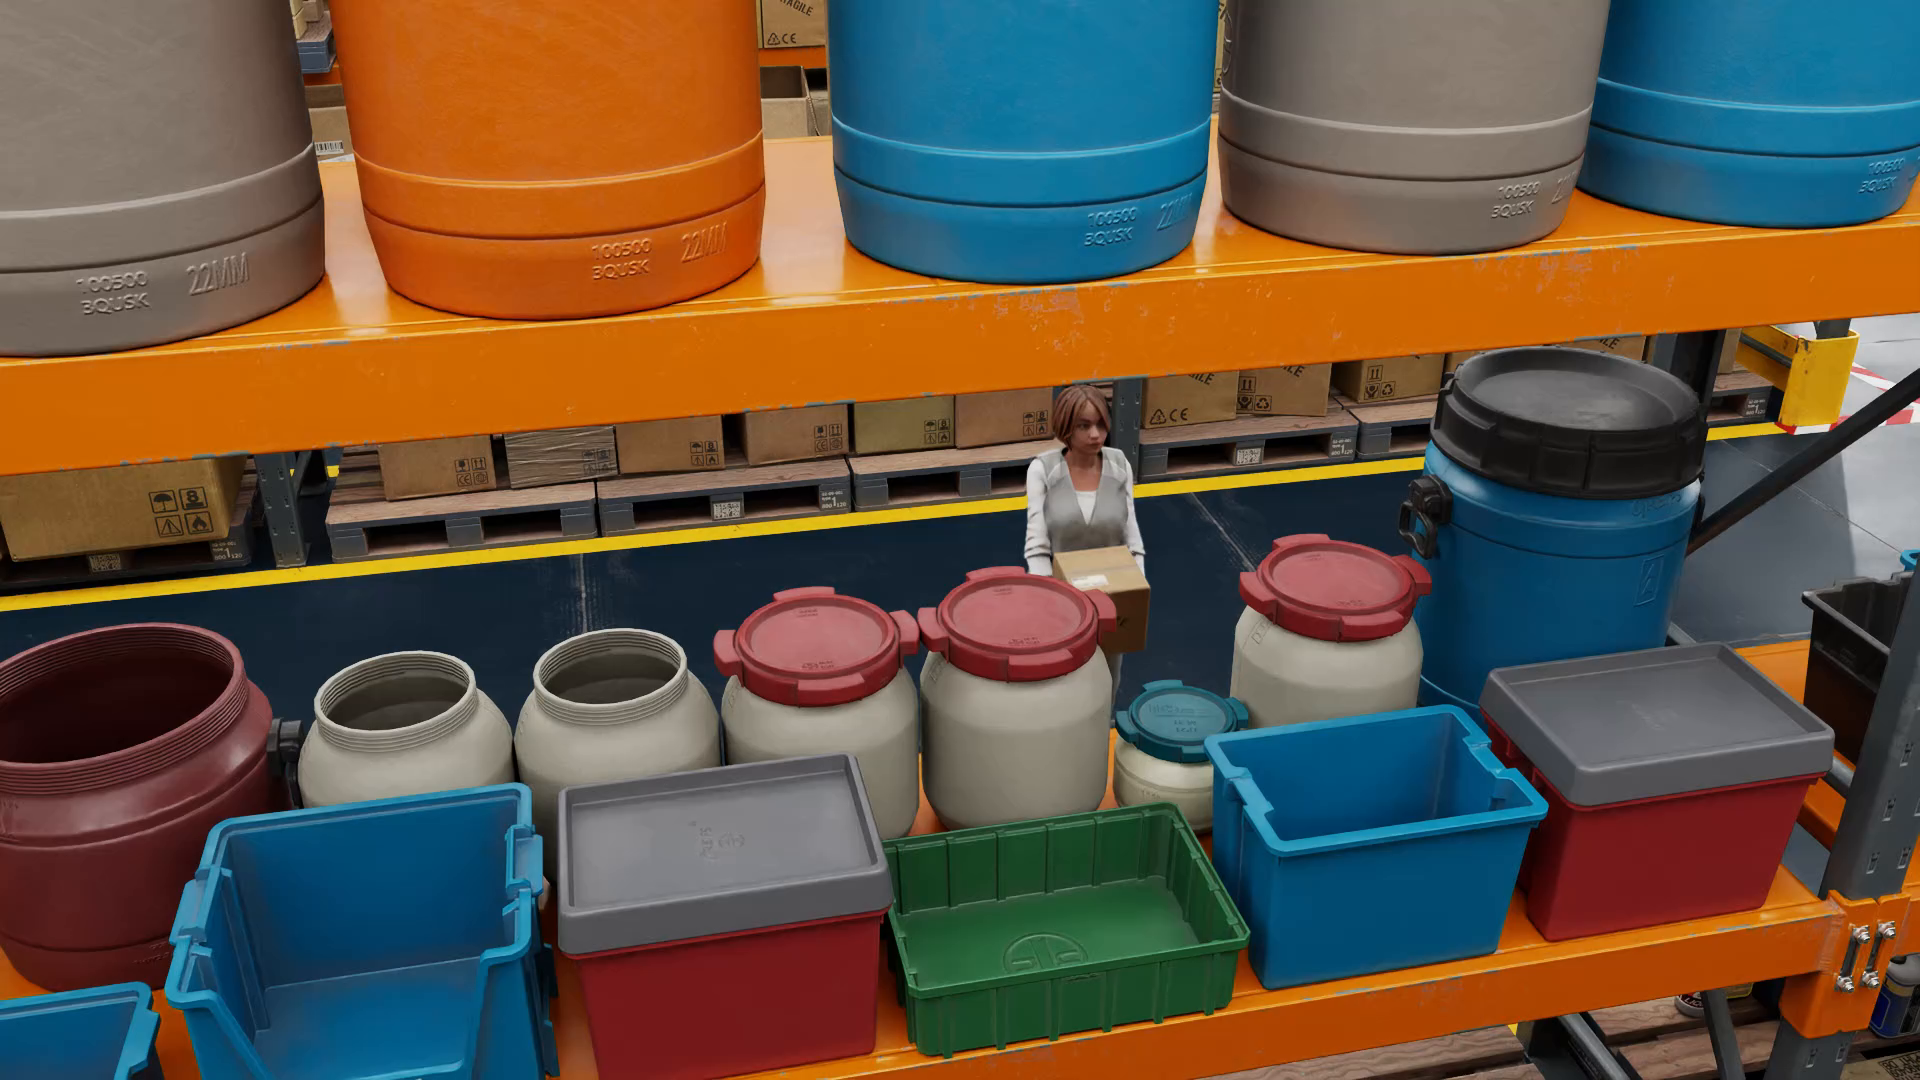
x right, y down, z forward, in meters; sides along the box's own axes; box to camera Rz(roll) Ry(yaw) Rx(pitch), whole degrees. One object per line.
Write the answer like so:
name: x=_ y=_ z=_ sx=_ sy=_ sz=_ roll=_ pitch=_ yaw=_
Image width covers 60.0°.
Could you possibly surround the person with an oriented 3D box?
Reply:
person: x=0.417 y=0.270 z=5.603 sx=0.412 sy=1.593 sz=0.488 roll=-6 pitch=28 yaw=-12
